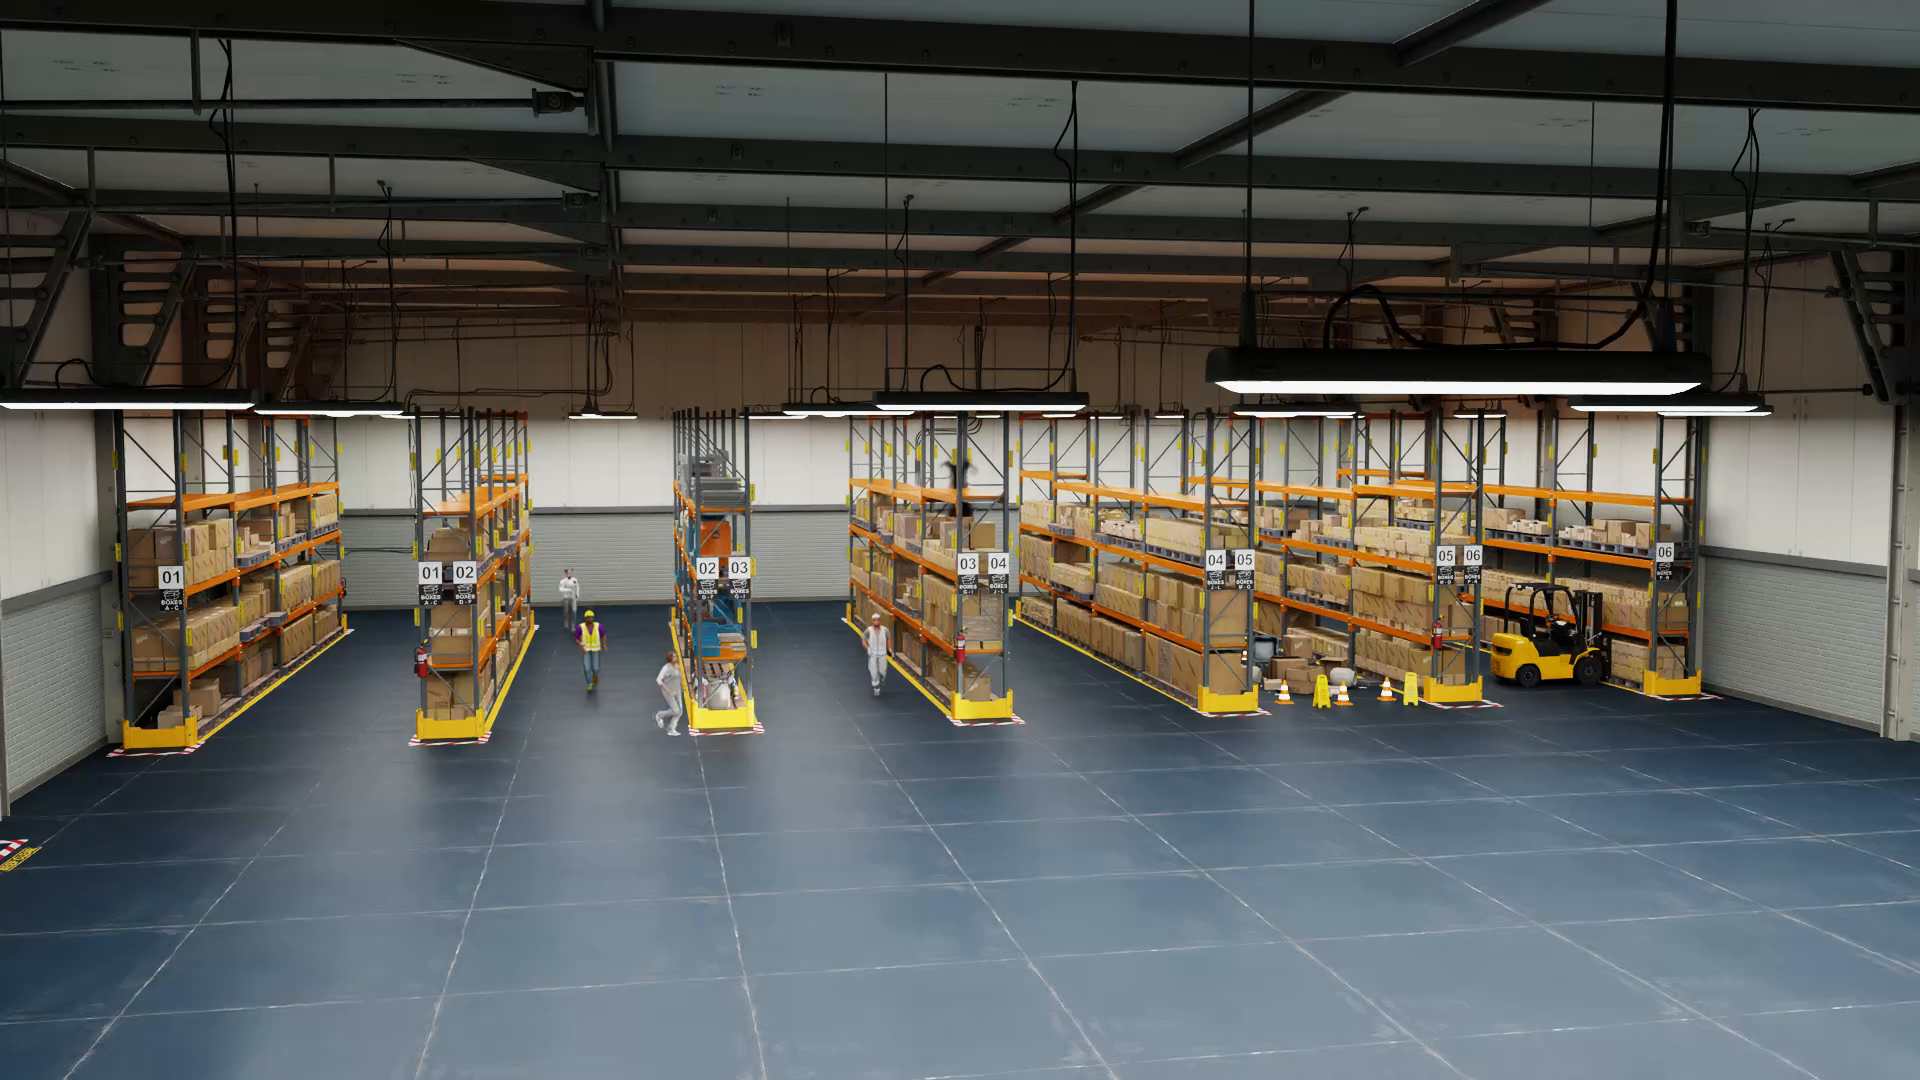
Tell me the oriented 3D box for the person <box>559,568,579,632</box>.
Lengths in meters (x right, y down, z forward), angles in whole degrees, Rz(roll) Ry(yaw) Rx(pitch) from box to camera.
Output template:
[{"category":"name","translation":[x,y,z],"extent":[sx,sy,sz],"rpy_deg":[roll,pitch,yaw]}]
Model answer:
[{"category":"person","translation":[-10.739,1.633,45.676],"extent":[0.568,1.746,0.733],"rpy_deg":[-2,4,-23]}]

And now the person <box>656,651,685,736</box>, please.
[{"category":"person","translation":[-5.285,2.796,30.325],"extent":[0.548,1.545,0.539],"rpy_deg":[3,5,32]}]

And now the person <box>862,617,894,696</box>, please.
[{"category":"person","translation":[-1.720,2.416,34.742],"extent":[0.662,1.680,0.648],"rpy_deg":[0,4,-5]}]

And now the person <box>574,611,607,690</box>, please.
[{"category":"person","translation":[-7.863,2.351,35.407],"extent":[0.690,1.708,0.601],"rpy_deg":[-1,4,-15]}]
